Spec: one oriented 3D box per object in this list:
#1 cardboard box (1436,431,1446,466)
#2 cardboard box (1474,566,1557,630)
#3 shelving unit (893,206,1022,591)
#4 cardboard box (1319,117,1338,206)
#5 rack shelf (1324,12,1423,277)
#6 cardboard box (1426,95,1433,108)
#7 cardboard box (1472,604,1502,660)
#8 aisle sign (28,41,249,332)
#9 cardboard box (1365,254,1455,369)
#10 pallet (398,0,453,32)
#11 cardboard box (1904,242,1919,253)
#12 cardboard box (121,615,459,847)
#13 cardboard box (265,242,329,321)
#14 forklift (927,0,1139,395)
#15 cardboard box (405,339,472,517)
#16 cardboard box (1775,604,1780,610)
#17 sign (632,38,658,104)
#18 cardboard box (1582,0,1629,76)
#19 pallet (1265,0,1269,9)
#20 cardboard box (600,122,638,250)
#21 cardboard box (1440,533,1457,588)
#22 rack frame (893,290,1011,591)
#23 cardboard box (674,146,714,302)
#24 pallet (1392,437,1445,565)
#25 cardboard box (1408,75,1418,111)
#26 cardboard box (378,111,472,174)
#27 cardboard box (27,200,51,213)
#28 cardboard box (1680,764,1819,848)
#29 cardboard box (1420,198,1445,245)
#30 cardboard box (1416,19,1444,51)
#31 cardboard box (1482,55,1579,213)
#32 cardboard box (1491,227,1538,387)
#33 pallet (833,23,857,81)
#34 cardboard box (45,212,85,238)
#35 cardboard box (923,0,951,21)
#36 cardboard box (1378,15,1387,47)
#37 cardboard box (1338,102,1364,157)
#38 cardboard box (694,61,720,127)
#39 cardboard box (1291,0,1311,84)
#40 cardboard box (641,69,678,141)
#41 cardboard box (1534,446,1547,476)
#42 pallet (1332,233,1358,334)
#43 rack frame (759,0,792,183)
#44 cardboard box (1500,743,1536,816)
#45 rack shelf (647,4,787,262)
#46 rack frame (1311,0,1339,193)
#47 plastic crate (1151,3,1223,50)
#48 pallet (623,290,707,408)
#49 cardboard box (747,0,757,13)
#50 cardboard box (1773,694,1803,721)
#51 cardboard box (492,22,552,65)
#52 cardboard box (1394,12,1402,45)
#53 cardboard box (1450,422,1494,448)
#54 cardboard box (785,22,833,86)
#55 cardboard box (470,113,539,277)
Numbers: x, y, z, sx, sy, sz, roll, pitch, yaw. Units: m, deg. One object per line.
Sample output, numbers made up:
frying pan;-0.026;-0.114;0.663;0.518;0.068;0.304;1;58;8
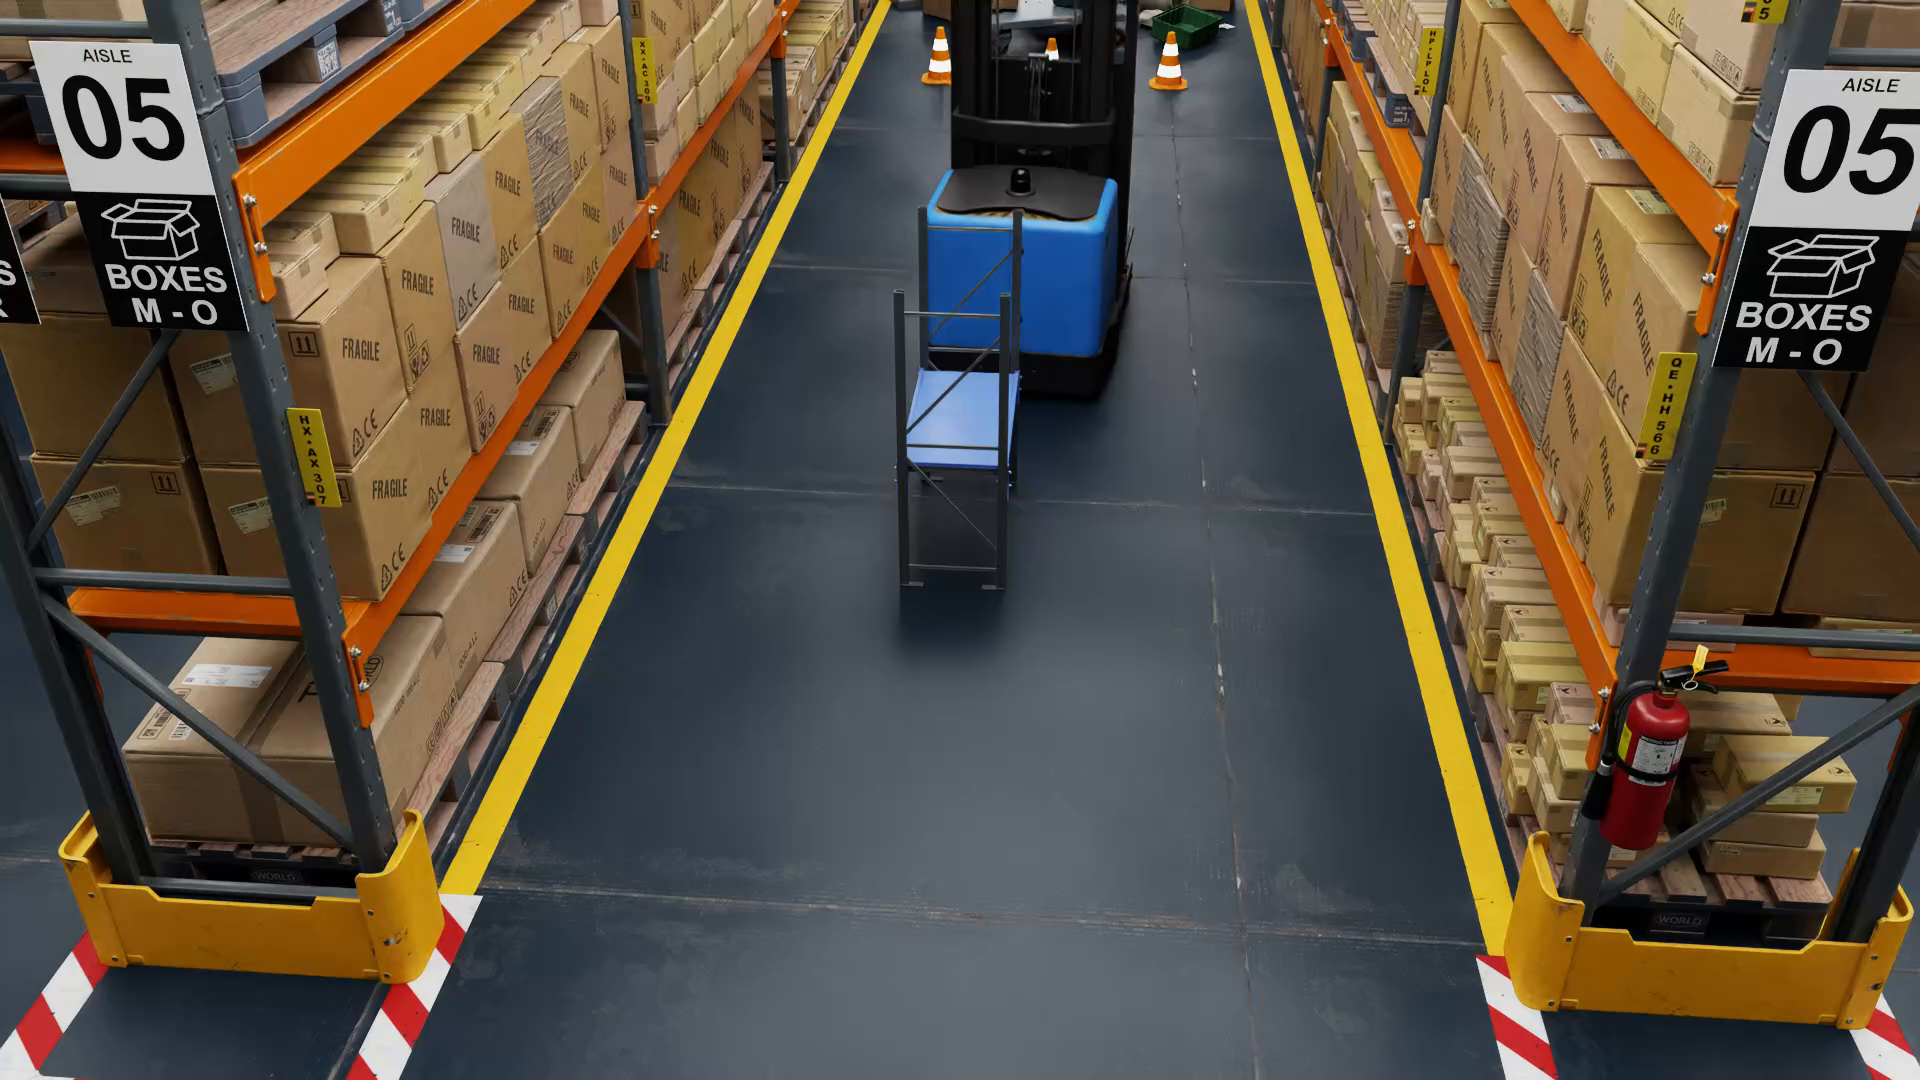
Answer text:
cardboard box;2.557;-0.447;8.150;0.380;0.149;0.250;2;32;4
cardboard box;2.309;0.244;6.745;0.380;0.149;0.250;4;32;6
shelving unit;0.007;-0.683;7.929;0.538;1.500;1.048;2;32;4
cardboard box;2.835;-2.644;11.663;0.500;0.500;0.500;1;32;2
rack shelf;2.984;-2.536;10.192;1.077;0.370;4.000;2;32;4
cardboard box;2.677;-2.349;8.759;0.380;0.149;0.250;3;32;4
cardboard box;2.324;0.372;6.821;0.380;0.149;0.250;3;32;5
aisle sign;-2.163;-0.920;4.406;0.394;0.787;0.004;2;32;4
cardboard box;2.630;-1.309;9.497;0.500;0.500;0.500;2;32;3
pallet;-2.300;-2.131;6.074;1.003;0.211;1.213;2;32;4
cardboard box;2.831;-0.787;5.337;0.500;0.500;0.500;3;32;5
cardboard box;-2.493;0.699;6.298;0.875;0.438;0.875;1;32;2
cardboard box;-2.142;-0.782;4.993;0.380;0.149;0.250;3;32;5
forklift;0.531;-2.831;10.050;1.130;2.935;3.031;5;32;8
cardboard box;-2.108;-0.411;5.962;0.500;0.500;0.500;2;32;3
cardboard box;2.828;0.112;5.449;0.380;0.149;0.250;4;32;6
sign;-1.568;-2.335;8.278;0.100;0.325;0.005;2;32;4
cardboard box;2.357;-1.693;5.422;0.500;0.250;0.500;4;32;6
pallet;3.709;-5.827;17.504;1.003;0.211;1.213;2;32;4
cardboard box;-1.904;-1.744;8.126;0.500;0.500;0.500;3;32;4
cardboard box;2.406;0.095;7.553;0.380;0.149;0.250;2;32;3
rack frame;-0.034;-0.417;7.498;0.500;1.500;0.032;2;32;4
cardboard box;-2.084;-2.030;10.309;0.875;0.875;0.875;3;32;5
pallet;2.801;-0.257;8.465;1.003;0.211;1.213;2;32;4
cardboard box;2.719;-2.482;9.257;0.380;0.149;0.250;1;32;1
cardboard box;-2.021;-1.459;6.093;0.380;0.149;0.250;3;32;4
cardboard box;-6.654;-2.606;11.602;0.500;0.500;0.500;4;32;6
cardboard box;2.794;0.940;5.899;0.380;0.149;0.250;4;32;6
cardboard box;2.472;-1.555;8.154;0.380;0.149;0.250;4;32;6
cardboard box;2.724;-2.753;9.130;0.380;0.149;0.250;2;32;4
cardboard box;2.442;-1.632;6.707;0.500;0.500;0.500;3;32;5
cardboard box;2.405;-0.915;6.497;0.500;0.500;0.500;4;32;6
pallet;-1.532;-4.544;15.422;1.003;0.211;1.213;2;32;4
cardboard box;-2.620;-0.938;5.246;0.380;0.149;0.250;3;32;5
cardboard box;-0.026;-5.577;16.821;0.500;0.500;0.500;27;41;37
cardboard box;2.826;-3.173;10.378;0.380;0.149;0.250;3;32;6
cardboard box;2.808;-2.707;11.050;0.500;0.250;0.500;2;32;3
cardboard box;-1.724;-2.648;9.831;0.500;0.250;0.500;2;32;4
cardboard box;3.429;-4.368;14.223;1.050;0.750;0.750;2;32;4
cardboard box;-1.804;-2.322;8.826;0.500;0.250;0.500;2;32;3
cardboard box;2.351;-0.312;6.136;0.380;0.149;0.250;1;32;2
pallet;2.980;-1.656;10.736;1.003;0.211;1.213;2;32;4
rack frame;-1.795;-4.047;11.958;1.000;3.000;0.127;2;32;4
cardboard box;2.250;0.907;6.236;0.380;0.149;0.250;3;32;5
rack shelf;-1.958;-2.695;10.449;1.077;0.370;4.000;2;32;4
rack frame;3.147;-3.888;11.700;1.000;3.000;0.127;2;32;4
plastic crate;2.181;-4.954;16.055;0.450;0.188;0.662;29;41;23
pallet;-2.133;-1.175;9.955;1.003;0.211;1.213;2;32;4
cardboard box;-1.620;-3.663;11.002;0.500;0.250;0.500;2;32;3
cardboard box;2.927;0.542;6.262;0.380;0.149;0.250;2;32;4
cardboard box;-1.991;-2.129;7.178;0.380;0.149;0.250;2;32;4
cardboard box;2.786;-3.028;9.860;0.380;0.149;0.250;4;32;6
cardboard box;2.535;-0.430;7.839;0.380;0.149;0.250;2;32;3
cardboard box;-1.620;-4.184;14.285;0.950;0.372;0.625;3;32;6
cardboard box;-2.015;-1.371;6.568;0.500;0.500;0.500;3;32;4
